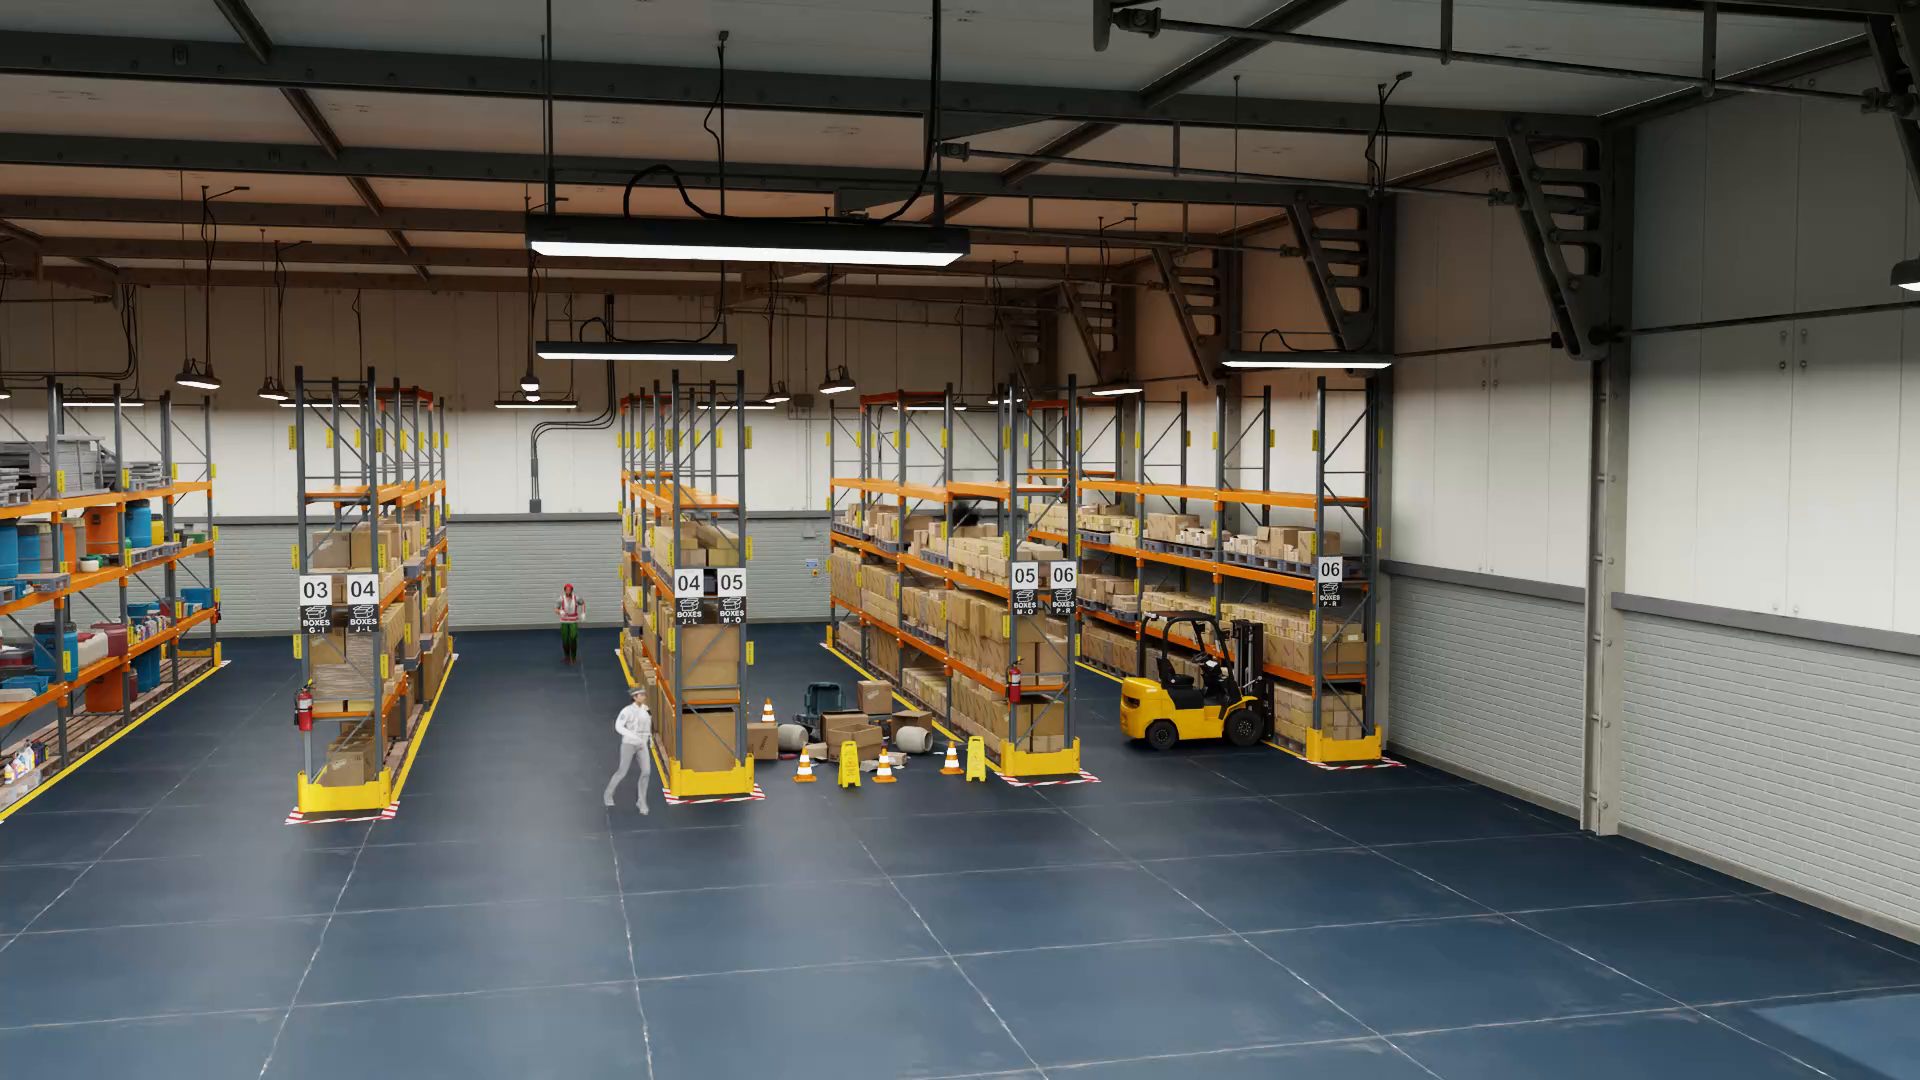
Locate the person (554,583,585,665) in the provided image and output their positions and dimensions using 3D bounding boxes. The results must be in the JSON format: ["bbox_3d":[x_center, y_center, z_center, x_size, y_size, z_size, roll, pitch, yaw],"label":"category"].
[{"bbox_3d":[-8.764,1.902,37.350,0.682,1.866,0.771,-1,3,-12],"label":"person"}]

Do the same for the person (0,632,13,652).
[{"bbox_3d":[-16.786,2.424,29.013,0.736,1.702,0.590,0,3,-6],"label":"person"}]

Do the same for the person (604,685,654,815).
[{"bbox_3d":[-4.401,2.819,22.614,0.828,1.705,0.676,3,5,45],"label":"person"}]
